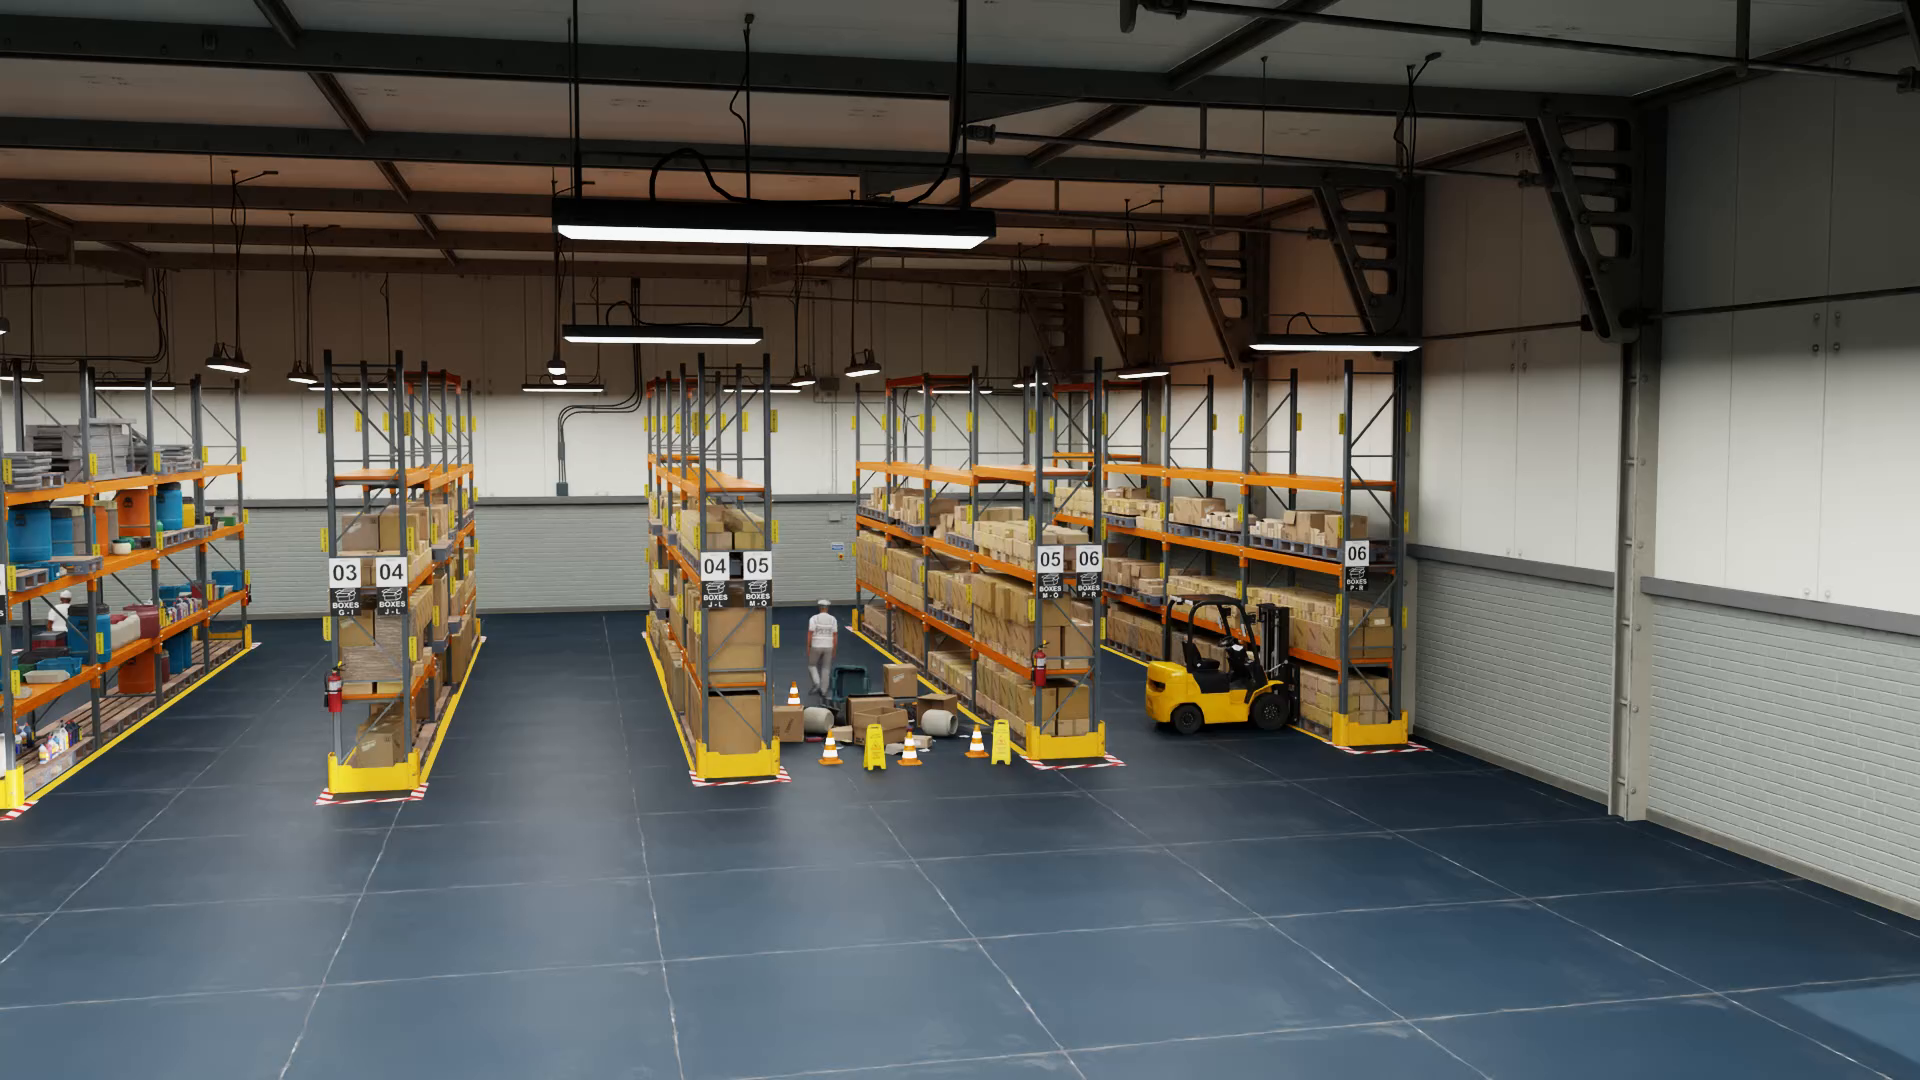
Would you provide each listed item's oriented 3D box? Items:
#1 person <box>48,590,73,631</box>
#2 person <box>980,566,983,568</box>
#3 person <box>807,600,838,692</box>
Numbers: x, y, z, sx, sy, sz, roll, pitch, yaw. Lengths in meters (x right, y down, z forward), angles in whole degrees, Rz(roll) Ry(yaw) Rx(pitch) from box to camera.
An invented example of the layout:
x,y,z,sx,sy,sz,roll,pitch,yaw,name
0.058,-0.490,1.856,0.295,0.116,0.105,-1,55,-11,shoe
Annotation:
x,y,z,sx,sy,sz,roll,pitch,yaw,name
-17.386,1.865,32.321,0.577,1.760,0.482,-2,4,-25,person
0.470,1.475,37.876,0.638,1.779,0.532,-3,5,-41,person
-2.535,1.954,30.589,0.574,1.684,0.437,-1,4,-12,person
